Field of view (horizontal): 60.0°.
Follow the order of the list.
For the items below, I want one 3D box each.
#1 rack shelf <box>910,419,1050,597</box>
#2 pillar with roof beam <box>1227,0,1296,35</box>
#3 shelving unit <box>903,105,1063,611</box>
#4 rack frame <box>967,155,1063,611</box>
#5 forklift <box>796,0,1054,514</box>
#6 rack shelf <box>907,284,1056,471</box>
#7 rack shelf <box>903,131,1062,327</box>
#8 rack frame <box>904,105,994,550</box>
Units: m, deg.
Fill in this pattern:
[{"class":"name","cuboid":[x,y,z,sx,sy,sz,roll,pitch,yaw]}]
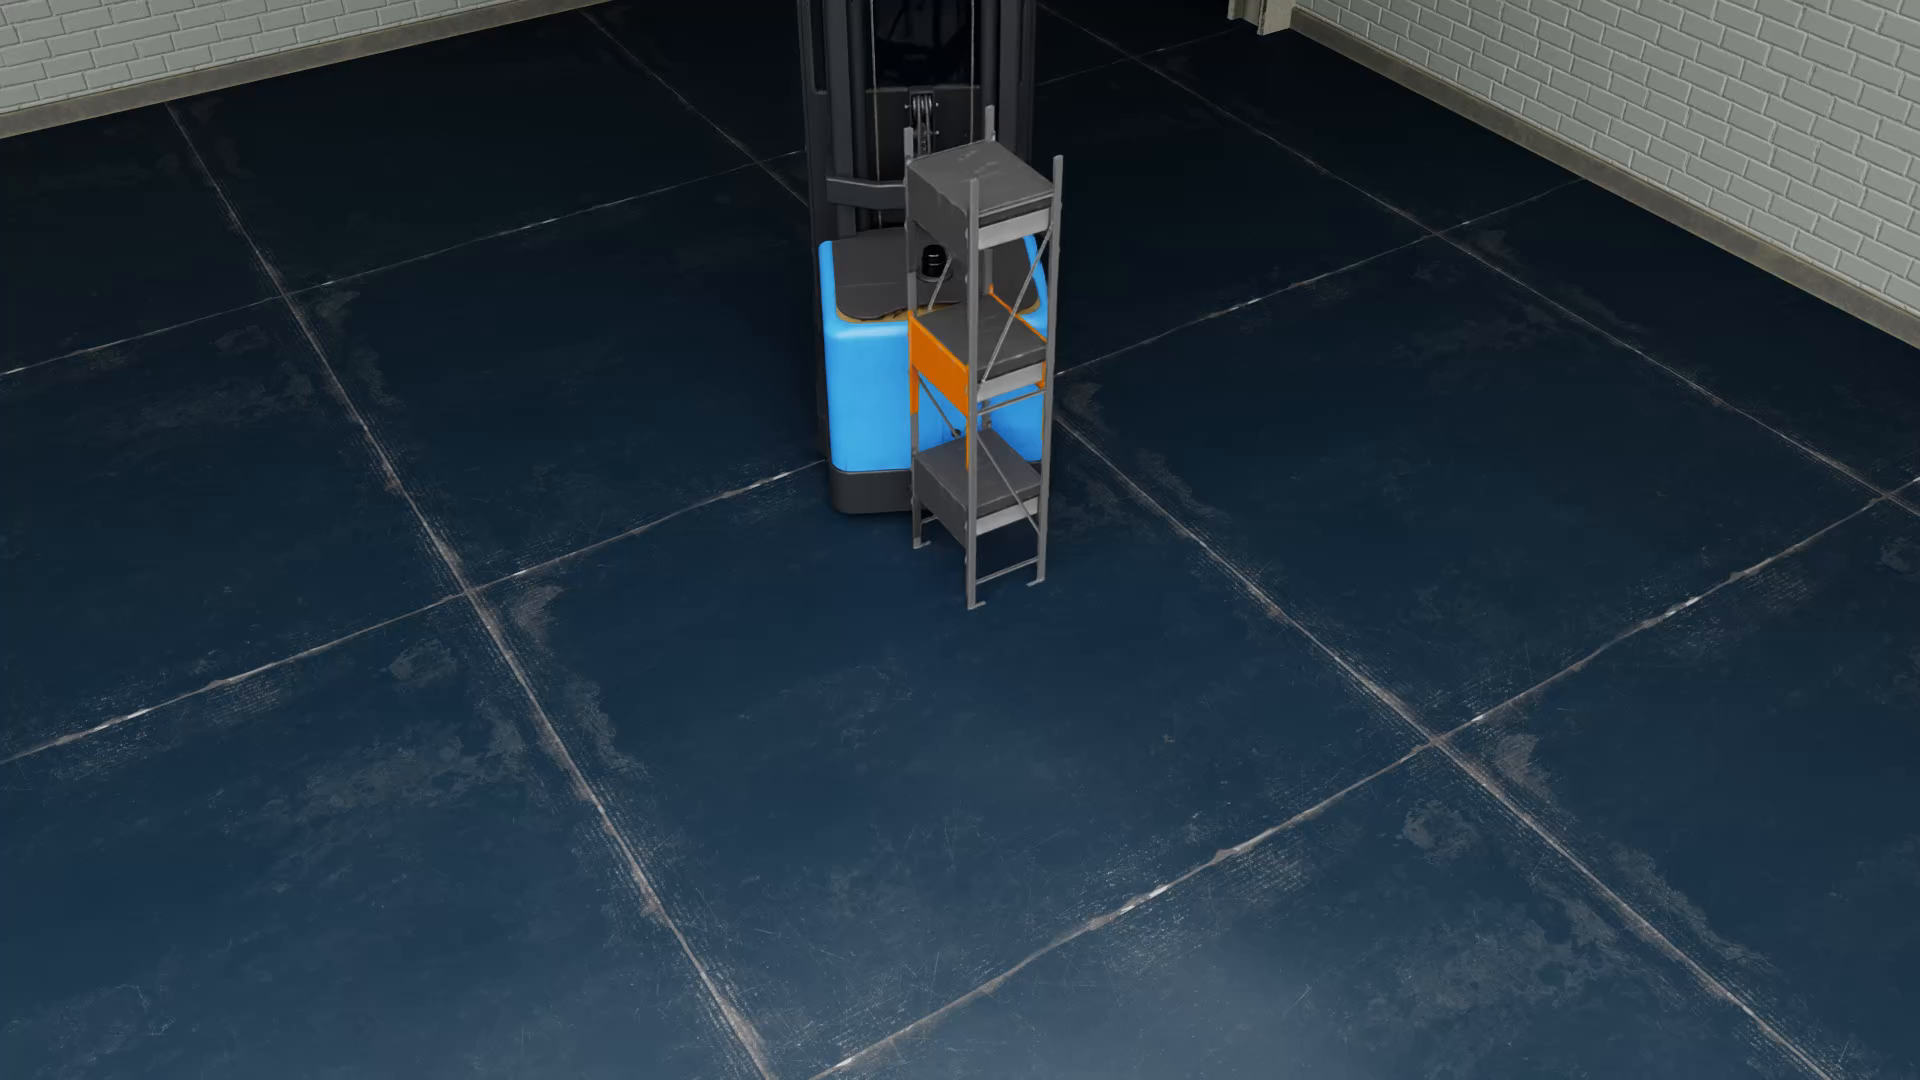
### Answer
[{"class":"rack shelf","cuboid":[0.084,-0.146,7.400,0.431,0.518,0.480,-21,44,-23]},{"class":"pillar with roof beam","cuboid":[-1.399,-5.832,7.719,9.100,9.000,0.400,-22,45,-24]},{"class":"shelving unit","cuboid":[0.084,-0.694,6.943,0.431,2.100,0.503,-21,44,-23]},{"class":"rack frame","cuboid":[0.208,-0.560,6.781,0.400,2.100,0.015,-21,44,-23]},{"class":"forklift","cuboid":[-0.222,-2.182,8.079,1.130,2.935,3.031,-4,40,-4]},{"class":"rack shelf","cuboid":[0.084,-0.684,6.951,0.431,0.518,0.480,-21,44,-23]},{"class":"rack shelf","cuboid":[0.084,-1.221,6.503,0.431,0.518,0.480,-21,44,-23]},{"class":"rack frame","cuboid":[-0.041,-0.829,7.104,0.400,2.100,0.015,-21,44,-23]}]
